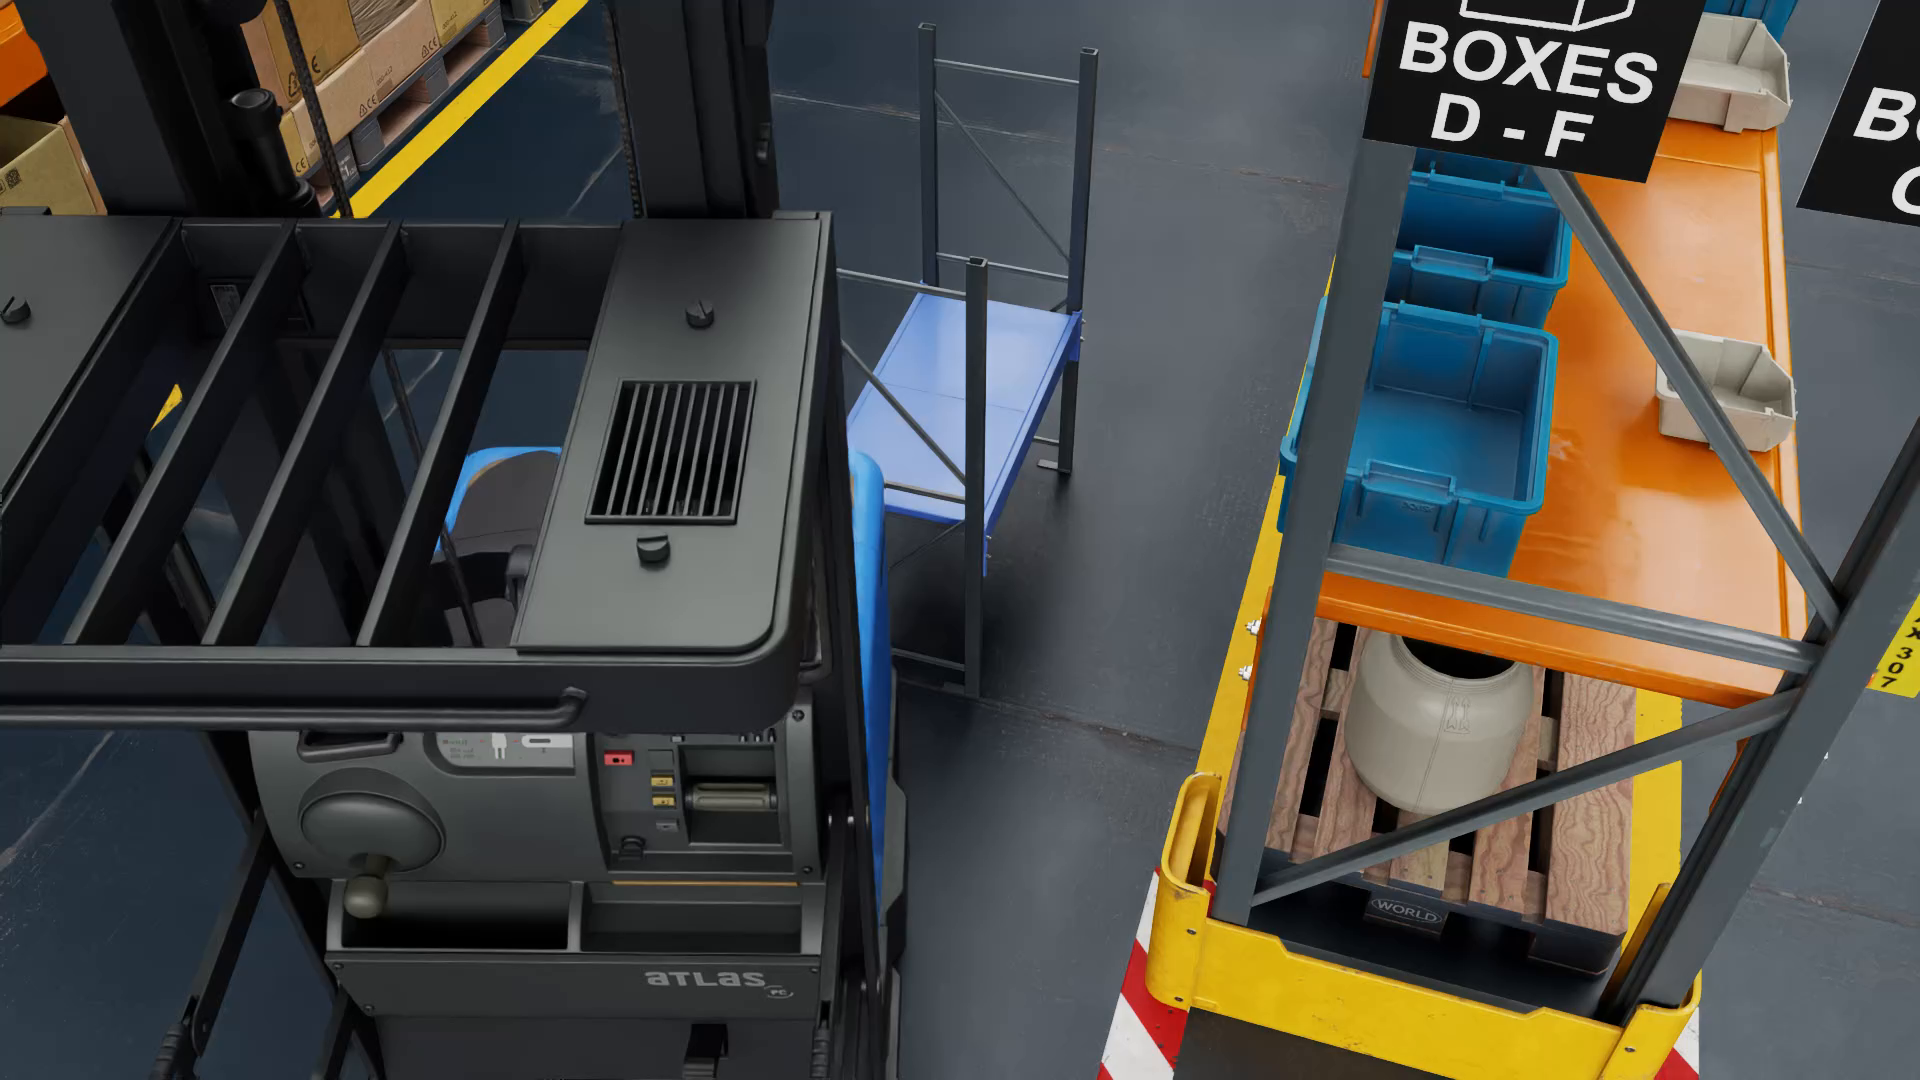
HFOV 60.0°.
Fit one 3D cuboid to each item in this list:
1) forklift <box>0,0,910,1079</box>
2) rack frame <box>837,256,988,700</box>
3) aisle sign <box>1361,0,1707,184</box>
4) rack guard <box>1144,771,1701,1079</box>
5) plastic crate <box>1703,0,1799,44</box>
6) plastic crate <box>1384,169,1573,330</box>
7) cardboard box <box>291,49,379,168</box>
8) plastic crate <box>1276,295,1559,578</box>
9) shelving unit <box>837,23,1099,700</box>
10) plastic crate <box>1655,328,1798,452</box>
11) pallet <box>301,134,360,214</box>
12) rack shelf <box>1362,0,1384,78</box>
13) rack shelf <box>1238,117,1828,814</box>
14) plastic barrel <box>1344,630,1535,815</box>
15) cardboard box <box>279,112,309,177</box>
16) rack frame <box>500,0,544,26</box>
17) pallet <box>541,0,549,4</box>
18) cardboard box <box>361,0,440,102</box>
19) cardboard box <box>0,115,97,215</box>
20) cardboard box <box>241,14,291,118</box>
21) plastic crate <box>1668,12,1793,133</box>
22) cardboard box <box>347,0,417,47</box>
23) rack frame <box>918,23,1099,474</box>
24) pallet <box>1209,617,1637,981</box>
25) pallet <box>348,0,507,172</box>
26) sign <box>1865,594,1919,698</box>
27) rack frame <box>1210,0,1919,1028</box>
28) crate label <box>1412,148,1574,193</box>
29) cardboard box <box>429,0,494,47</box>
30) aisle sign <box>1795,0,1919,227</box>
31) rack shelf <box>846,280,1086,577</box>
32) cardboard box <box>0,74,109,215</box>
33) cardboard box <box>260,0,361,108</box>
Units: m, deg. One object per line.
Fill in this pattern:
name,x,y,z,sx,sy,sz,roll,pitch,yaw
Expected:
forklift,-0.705,0.524,2.619,1.130,2.935,3.031,0,44,0
rack frame,-0.180,-0.140,4.321,0.500,1.500,0.032,13,46,12
aisle sign,0.768,-0.821,2.085,0.394,0.787,0.004,13,46,13
rack guard,1.051,0.956,3.915,1.175,0.500,0.348,13,46,13
plastic crate,2.208,-1.694,4.943,0.499,0.251,0.616,13,46,13
plastic crate,1.141,-0.652,3.878,0.499,0.251,0.408,13,46,13
cardboard box,-2.666,-1.739,6.548,0.500,0.250,0.500,13,46,13
plastic crate,0.939,-0.220,3.437,0.499,0.251,0.616,13,46,13
shelving unit,-0.026,-0.479,4.667,0.538,1.500,1.048,13,46,12
plastic crate,1.651,-0.311,3.611,0.298,0.136,0.250,13,46,13
pallet,-3.084,-1.261,6.387,1.003,0.211,1.213,13,46,13
rack shelf,1.679,-2.025,3.544,1.077,0.370,4.000,13,46,13
rack shelf,1.679,-0.953,4.593,1.077,0.370,4.000,13,46,13
plastic barrel,1.199,0.408,4.167,0.421,0.512,0.421,0,44,0
cardboard box,-2.816,-1.405,6.207,0.500,0.250,0.500,13,46,13
rack frame,-2.435,-3.594,6.779,1.000,3.000,0.127,13,46,13
pallet,-2.249,-3.097,8.264,1.003,0.211,1.213,13,46,13
cardboard box,-2.528,-2.075,6.892,0.500,0.250,0.500,13,46,13
cardboard box,-3.123,-1.008,5.265,0.500,0.500,0.500,13,46,13
cardboard box,-2.815,-1.673,5.945,0.500,0.500,0.500,13,46,13
plastic crate,2.034,-1.313,4.635,0.530,0.136,0.437,13,46,13
cardboard box,-2.530,-2.344,6.630,0.500,0.500,0.500,13,46,13
rack frame,0.128,-0.818,5.014,0.500,1.500,0.032,13,46,12
pallet,1.302,0.519,4.569,1.003,0.211,1.213,13,46,13
pallet,-2.716,-2.077,7.221,1.003,0.211,1.213,13,46,13
sign,1.596,0.144,2.760,0.100,0.325,0.005,13,46,13
rack frame,1.073,0.123,2.979,1.000,3.000,0.127,13,46,13
crate label,1.373,-1.173,4.279,0.502,0.435,0.616,13,46,13
cardboard box,-2.367,-2.406,7.230,0.500,0.250,0.500,13,46,13
aisle sign,1.330,-0.696,1.958,0.394,0.787,0.004,13,46,13
rack shelf,-0.026,-0.351,4.793,0.538,0.185,1.000,13,46,12
cardboard box,-2.983,-1.344,5.608,0.500,0.500,0.500,13,46,13
cardboard box,-2.678,-2.010,6.288,0.500,0.500,0.500,13,46,13
